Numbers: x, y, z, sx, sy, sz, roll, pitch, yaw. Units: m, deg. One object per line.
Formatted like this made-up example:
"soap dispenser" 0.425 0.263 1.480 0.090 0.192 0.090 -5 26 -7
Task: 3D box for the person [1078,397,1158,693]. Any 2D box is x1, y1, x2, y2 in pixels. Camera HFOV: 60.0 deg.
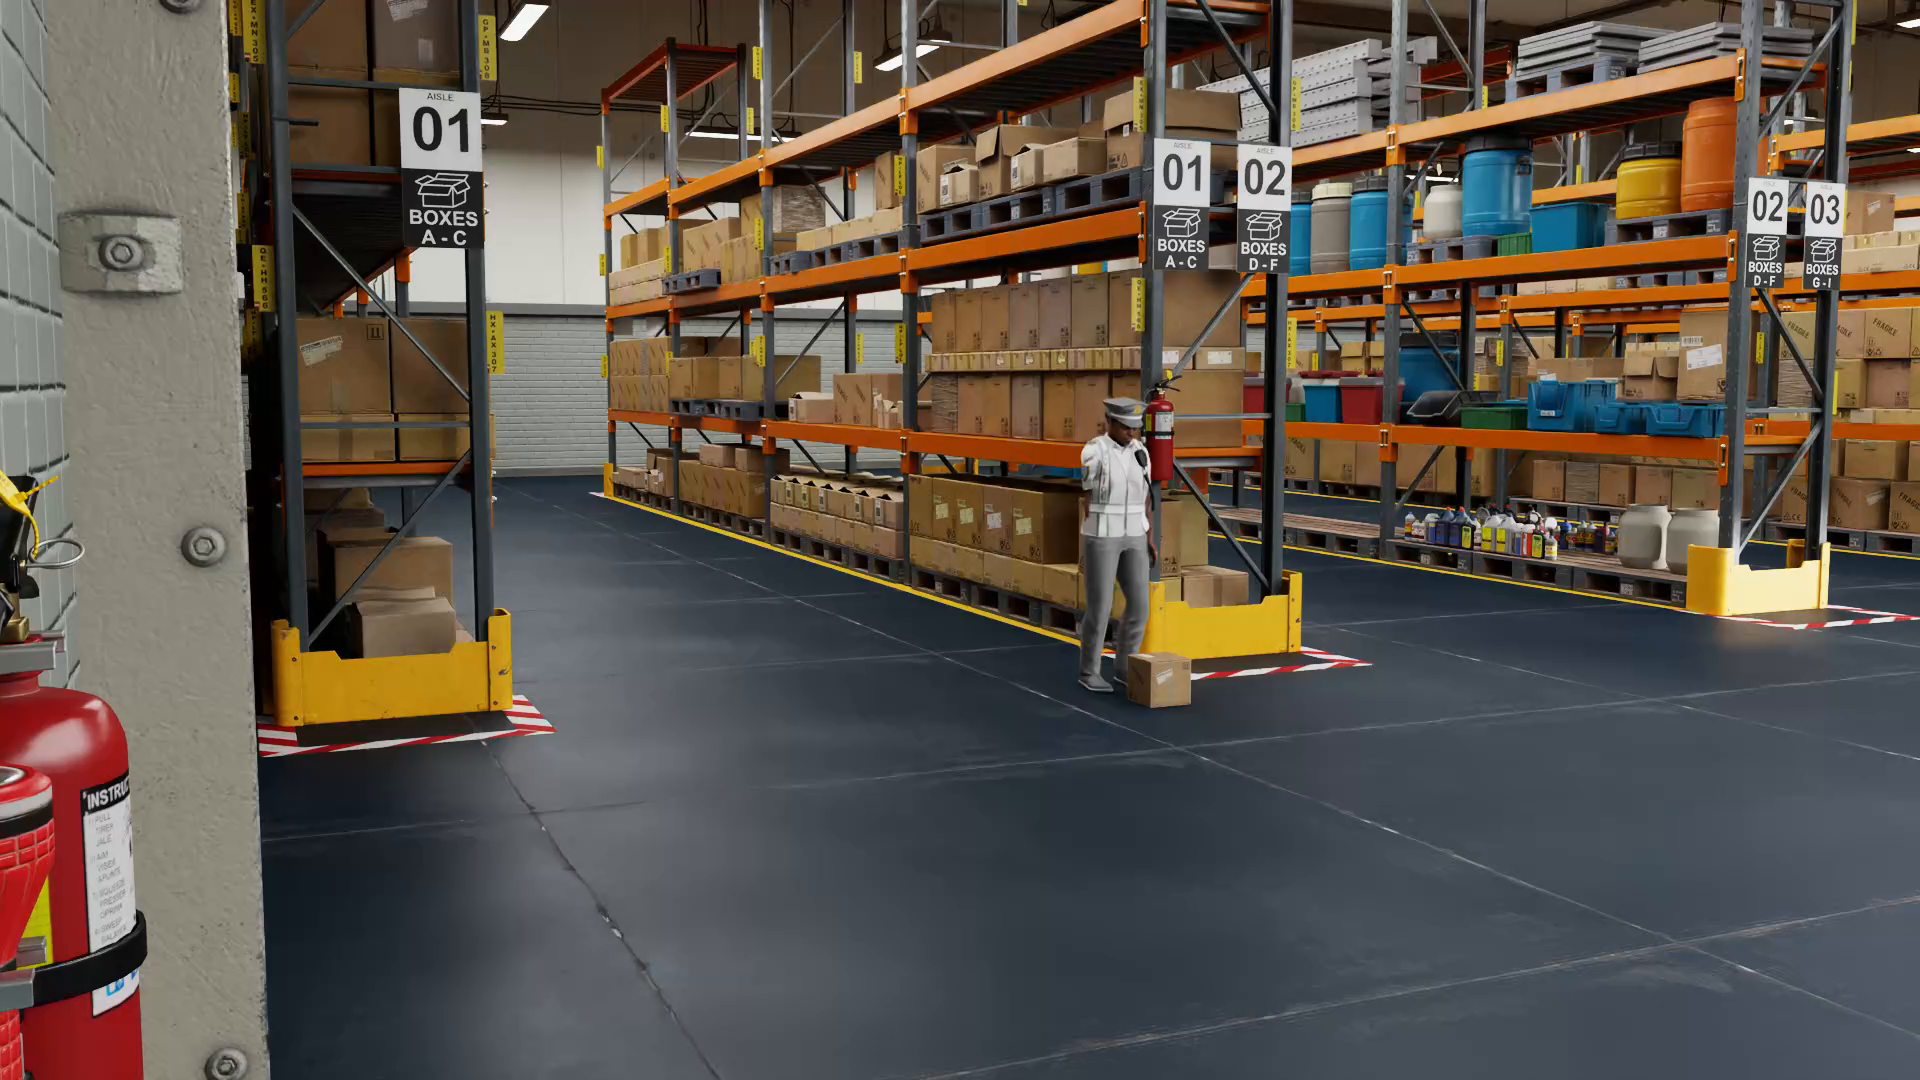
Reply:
"person" 0.895 0.021 9.364 0.443 1.651 0.351 -2 6 -24
